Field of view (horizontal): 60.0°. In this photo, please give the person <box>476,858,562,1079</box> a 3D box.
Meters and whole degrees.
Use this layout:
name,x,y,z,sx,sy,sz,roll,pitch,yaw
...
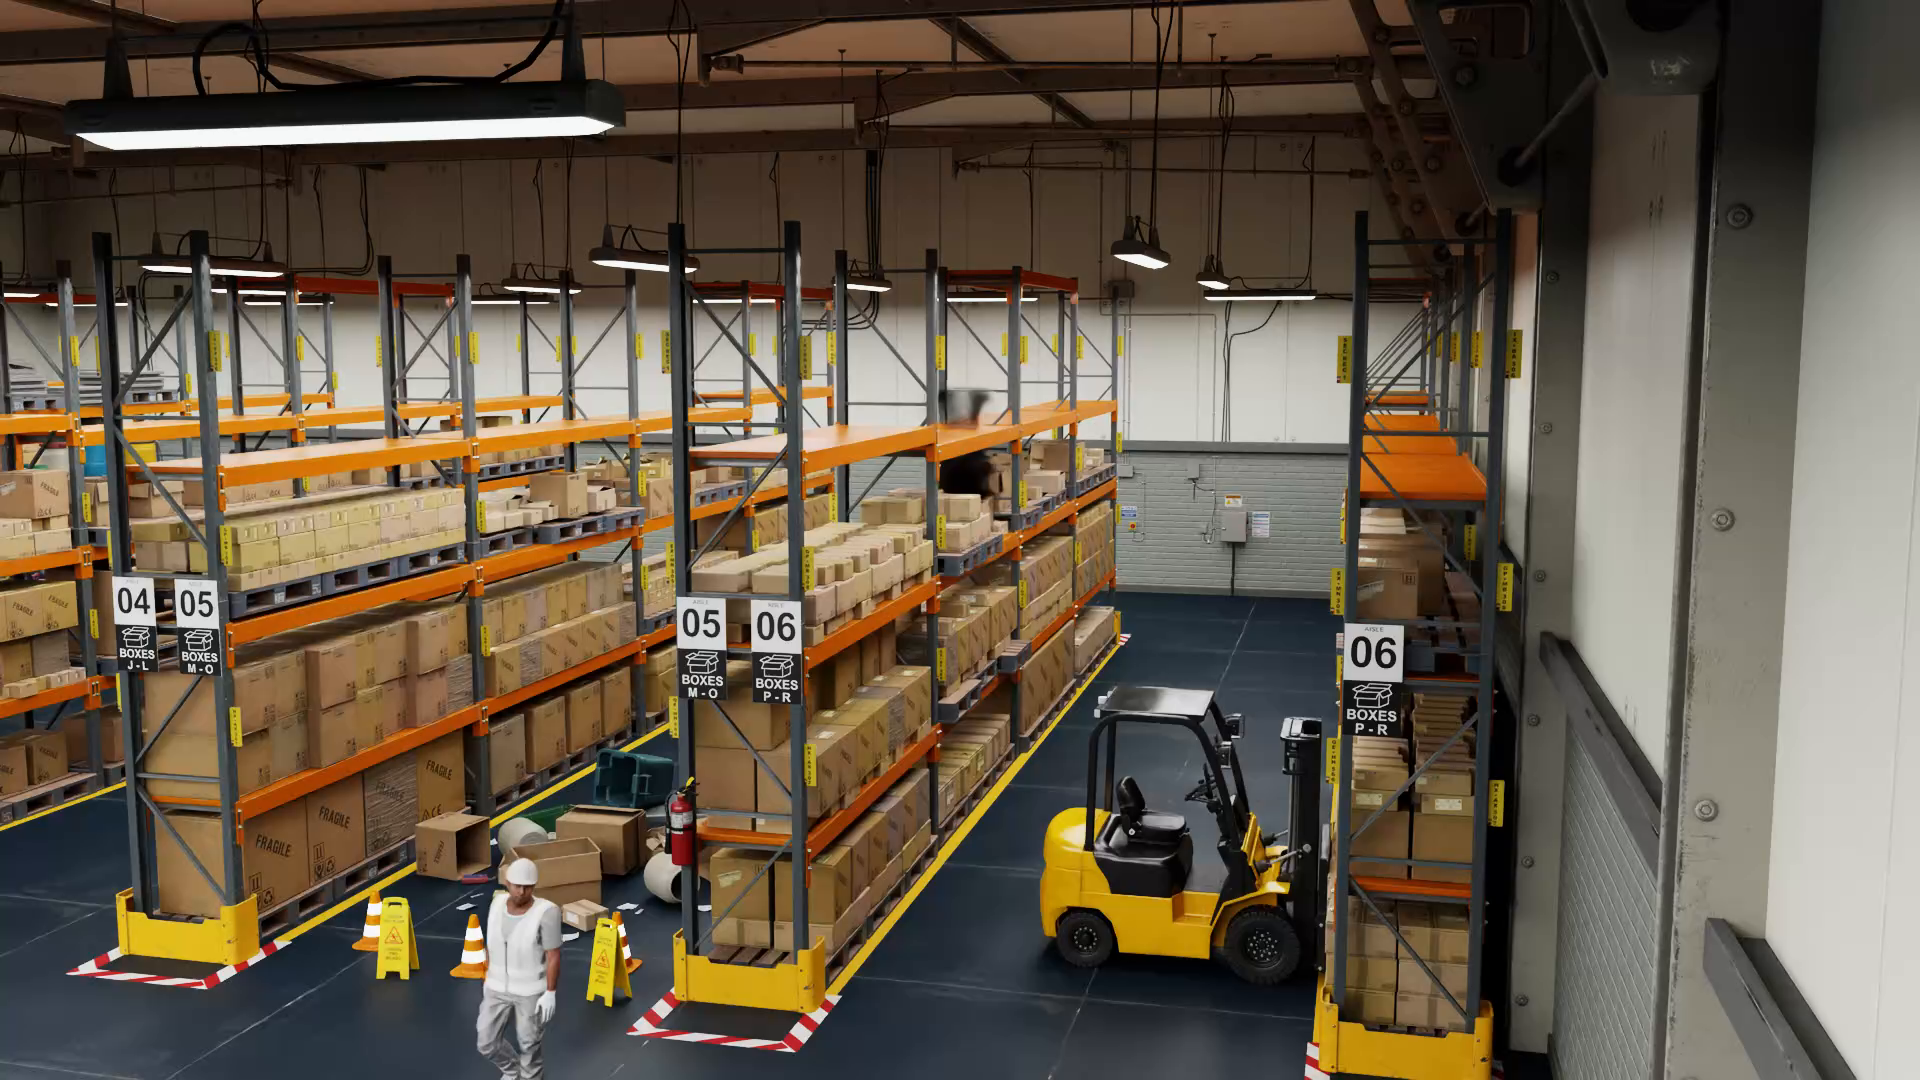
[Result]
name,x,y,z,sx,sy,sz,roll,pitch,yaw
person,-2.896,2.945,11.001,0.623,1.775,0.463,2,7,14
